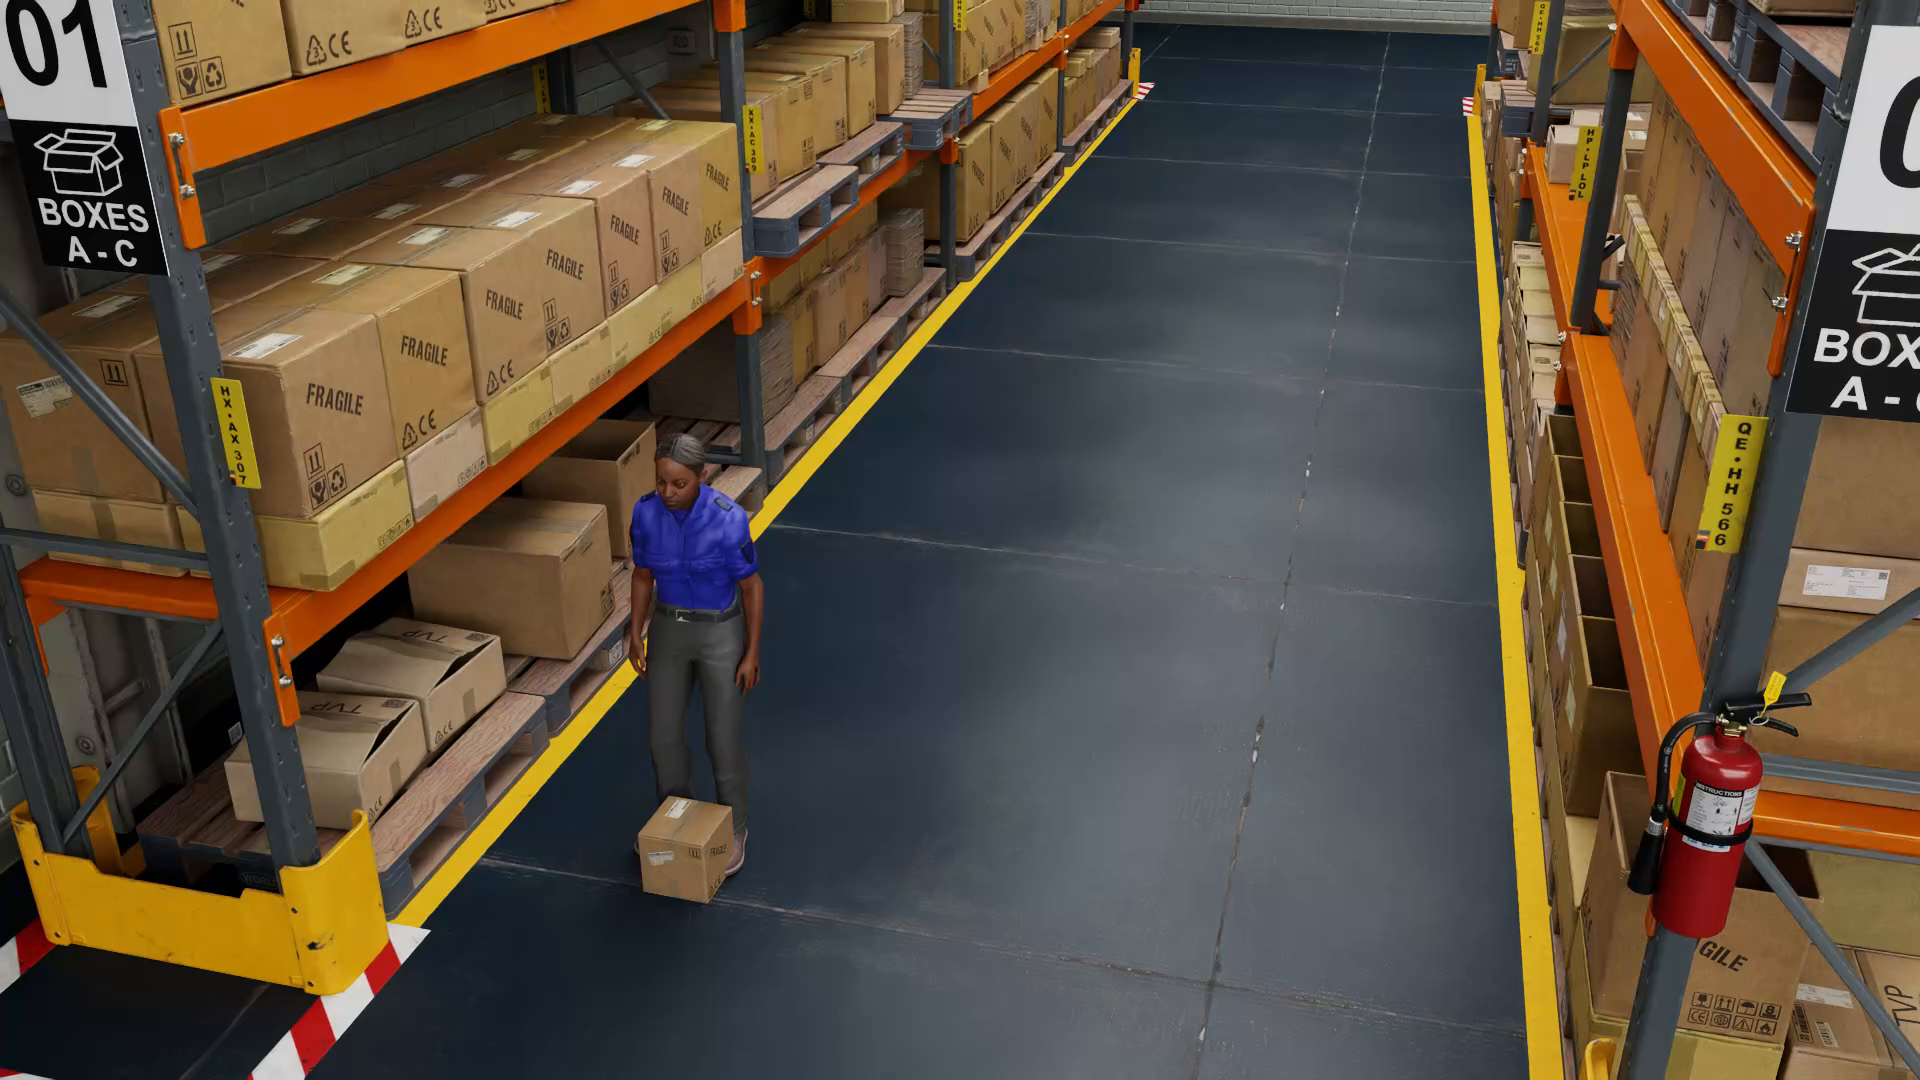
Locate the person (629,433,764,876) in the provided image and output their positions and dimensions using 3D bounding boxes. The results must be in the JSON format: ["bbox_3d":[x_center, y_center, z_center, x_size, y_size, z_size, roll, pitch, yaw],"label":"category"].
[{"bbox_3d":[-0.935,0.386,5.821,0.505,1.640,0.392,7,26,13],"label":"person"}]
